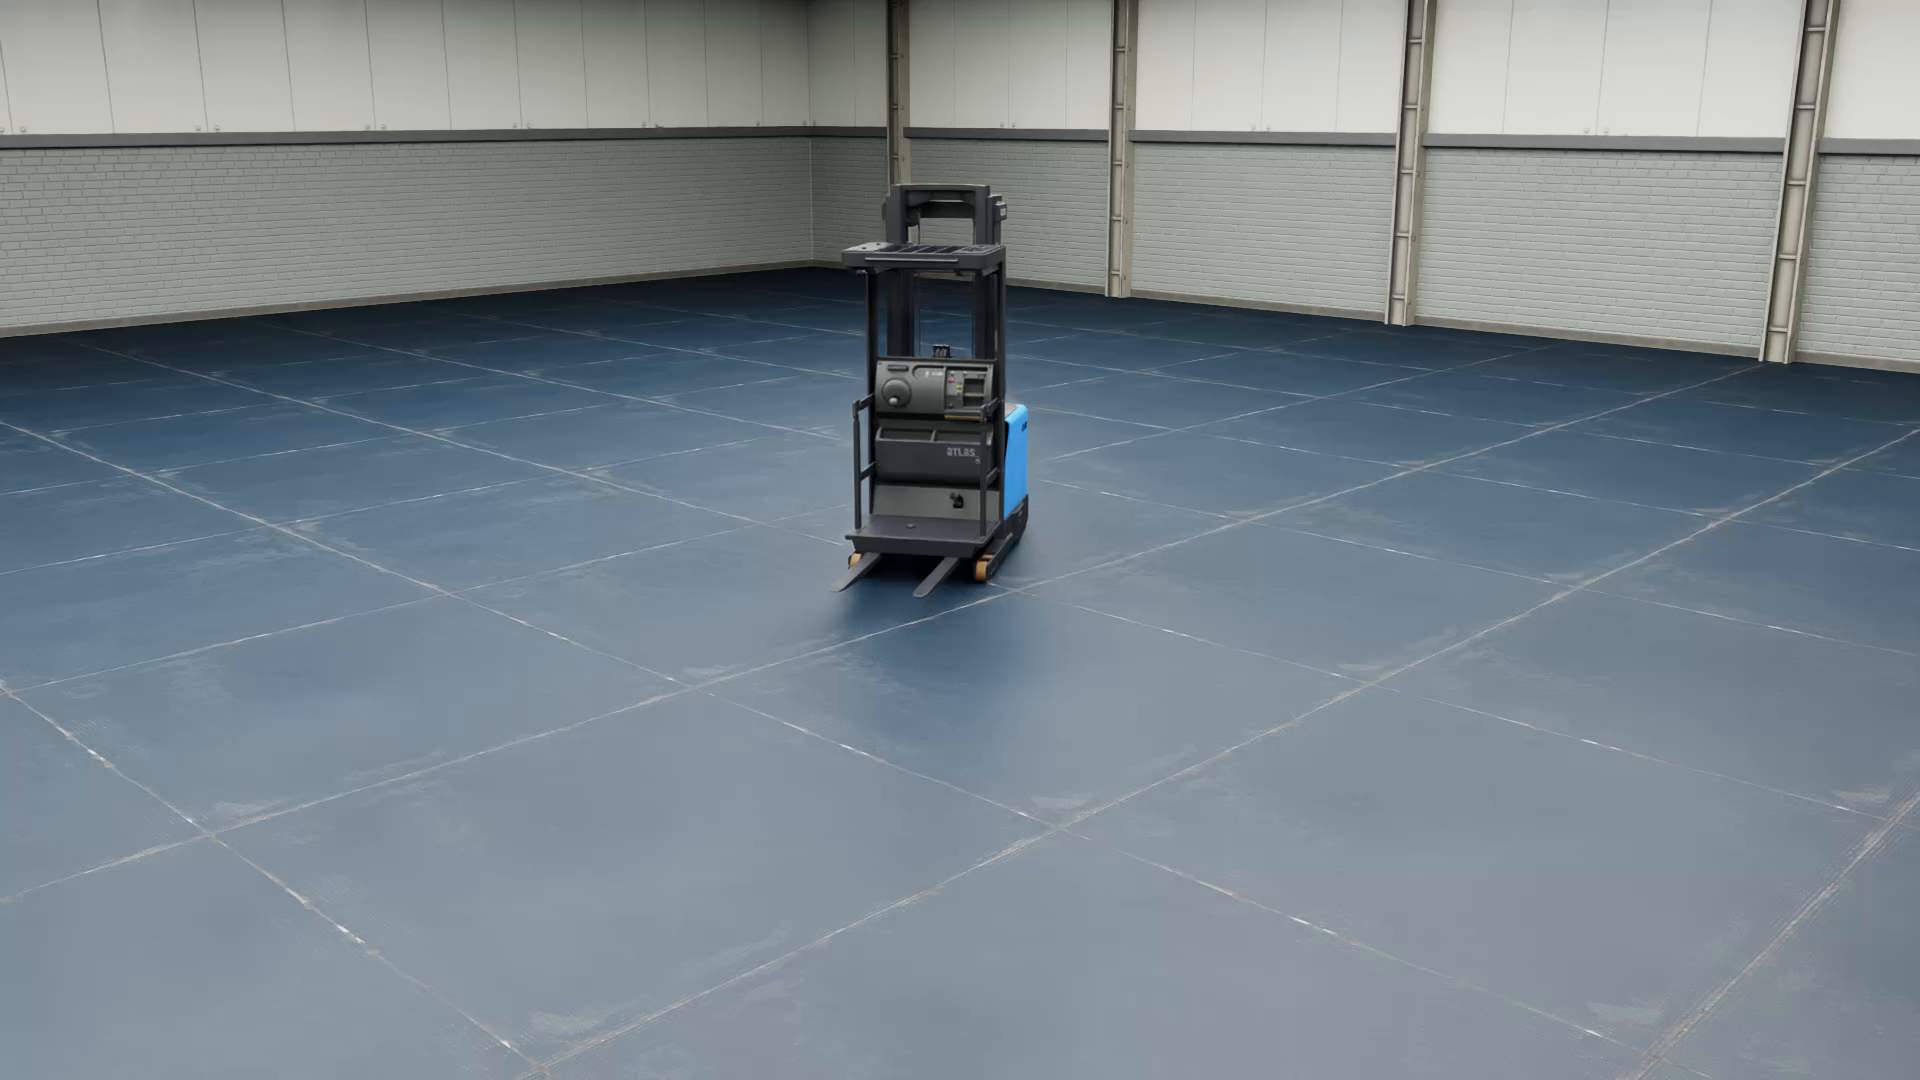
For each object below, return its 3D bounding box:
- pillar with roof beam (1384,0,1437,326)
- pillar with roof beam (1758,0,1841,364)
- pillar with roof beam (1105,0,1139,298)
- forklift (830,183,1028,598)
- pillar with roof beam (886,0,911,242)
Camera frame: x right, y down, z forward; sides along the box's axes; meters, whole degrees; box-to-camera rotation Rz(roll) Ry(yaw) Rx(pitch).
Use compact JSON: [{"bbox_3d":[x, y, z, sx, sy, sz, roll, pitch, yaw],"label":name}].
[{"bbox_3d":[4.354,-7.180,23.640,0.400,9.000,9.100,14,20,42],"label":"pillar with roof beam"},{"bbox_3d":[8.673,-6.130,19.610,0.400,9.000,9.100,14,20,42],"label":"pillar with roof beam"},{"bbox_3d":[0.034,-8.230,27.670,0.400,9.000,9.100,14,20,42],"label":"pillar with roof beam"},{"bbox_3d":[-0.245,-1.198,12.718,1.130,2.935,3.031,3,15,13],"label":"forklift"},{"bbox_3d":[-4.285,-9.280,31.700,0.400,9.000,9.100,14,20,42],"label":"pillar with roof beam"}]
